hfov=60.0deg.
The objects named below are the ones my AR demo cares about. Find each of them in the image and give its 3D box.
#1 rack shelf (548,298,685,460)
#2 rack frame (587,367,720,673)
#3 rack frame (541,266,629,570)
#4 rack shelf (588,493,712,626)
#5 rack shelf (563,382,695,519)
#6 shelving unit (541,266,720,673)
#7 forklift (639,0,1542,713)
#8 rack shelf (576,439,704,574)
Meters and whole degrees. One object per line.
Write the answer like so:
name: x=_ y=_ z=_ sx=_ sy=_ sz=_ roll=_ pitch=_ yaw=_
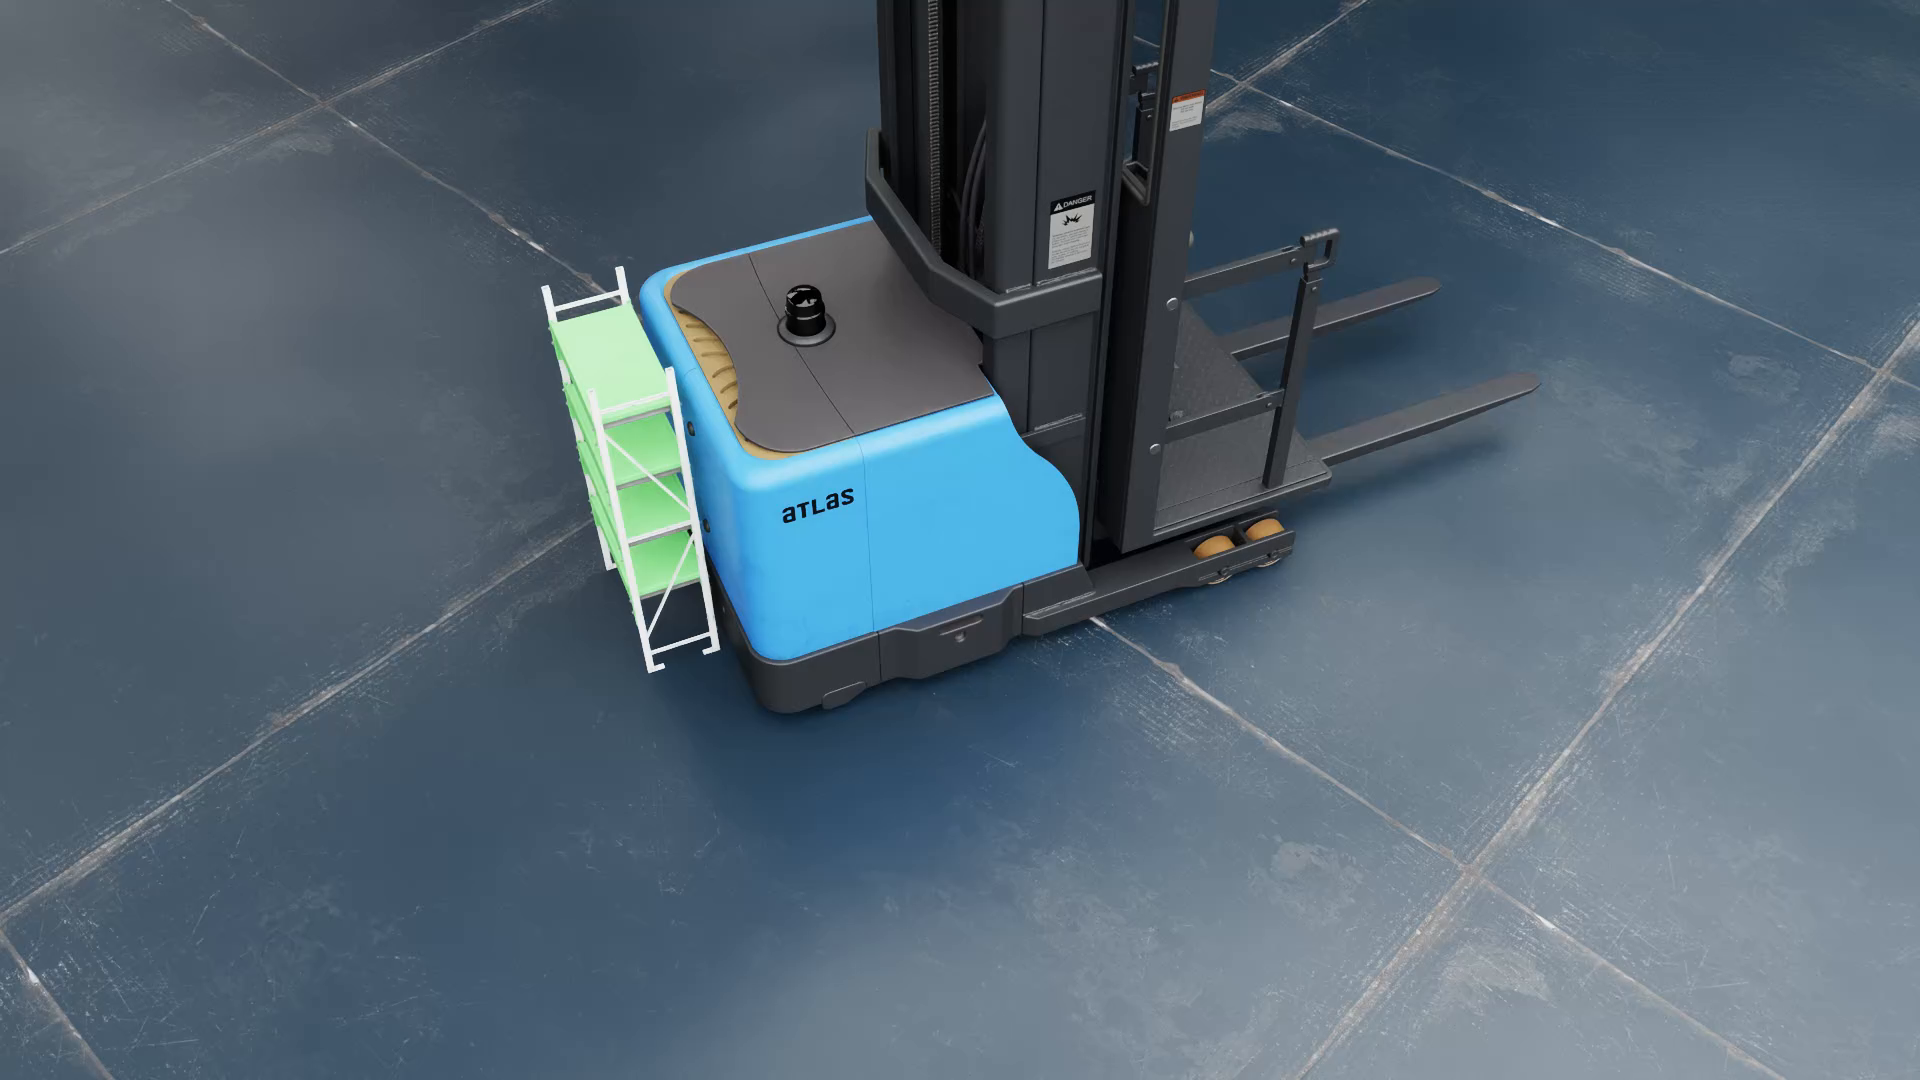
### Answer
rack shelf: x=-0.993 y=-0.470 z=4.798 sx=0.258 sy=0.148 sz=0.480 roll=-18 pitch=49 yaw=-16
rack frame: x=-0.894 y=-0.023 z=4.949 sx=0.240 sy=1.200 sz=0.015 roll=-18 pitch=49 yaw=-16
rack frame: x=-1.093 y=-0.348 z=5.254 sx=0.240 sy=1.200 sz=0.015 roll=-18 pitch=49 yaw=-16
rack shelf: x=-0.993 y=0.022 z=5.323 sx=0.258 sy=0.148 sz=0.480 roll=-18 pitch=49 yaw=-16
rack shelf: x=-0.993 y=-0.306 z=4.973 sx=0.258 sy=0.148 sz=0.480 roll=-18 pitch=49 yaw=-16
shelving unit: x=-0.993 y=-0.186 z=5.101 sx=0.258 sy=1.200 sz=0.503 roll=-18 pitch=49 yaw=-16
forklift: x=0.576 y=-1.190 z=4.857 sx=3.031 sy=2.935 sz=1.130 roll=-18 pitch=49 yaw=-16
rack shelf: x=-0.993 y=-0.142 z=5.148 sx=0.258 sy=0.148 sz=0.480 roll=-18 pitch=49 yaw=-16
